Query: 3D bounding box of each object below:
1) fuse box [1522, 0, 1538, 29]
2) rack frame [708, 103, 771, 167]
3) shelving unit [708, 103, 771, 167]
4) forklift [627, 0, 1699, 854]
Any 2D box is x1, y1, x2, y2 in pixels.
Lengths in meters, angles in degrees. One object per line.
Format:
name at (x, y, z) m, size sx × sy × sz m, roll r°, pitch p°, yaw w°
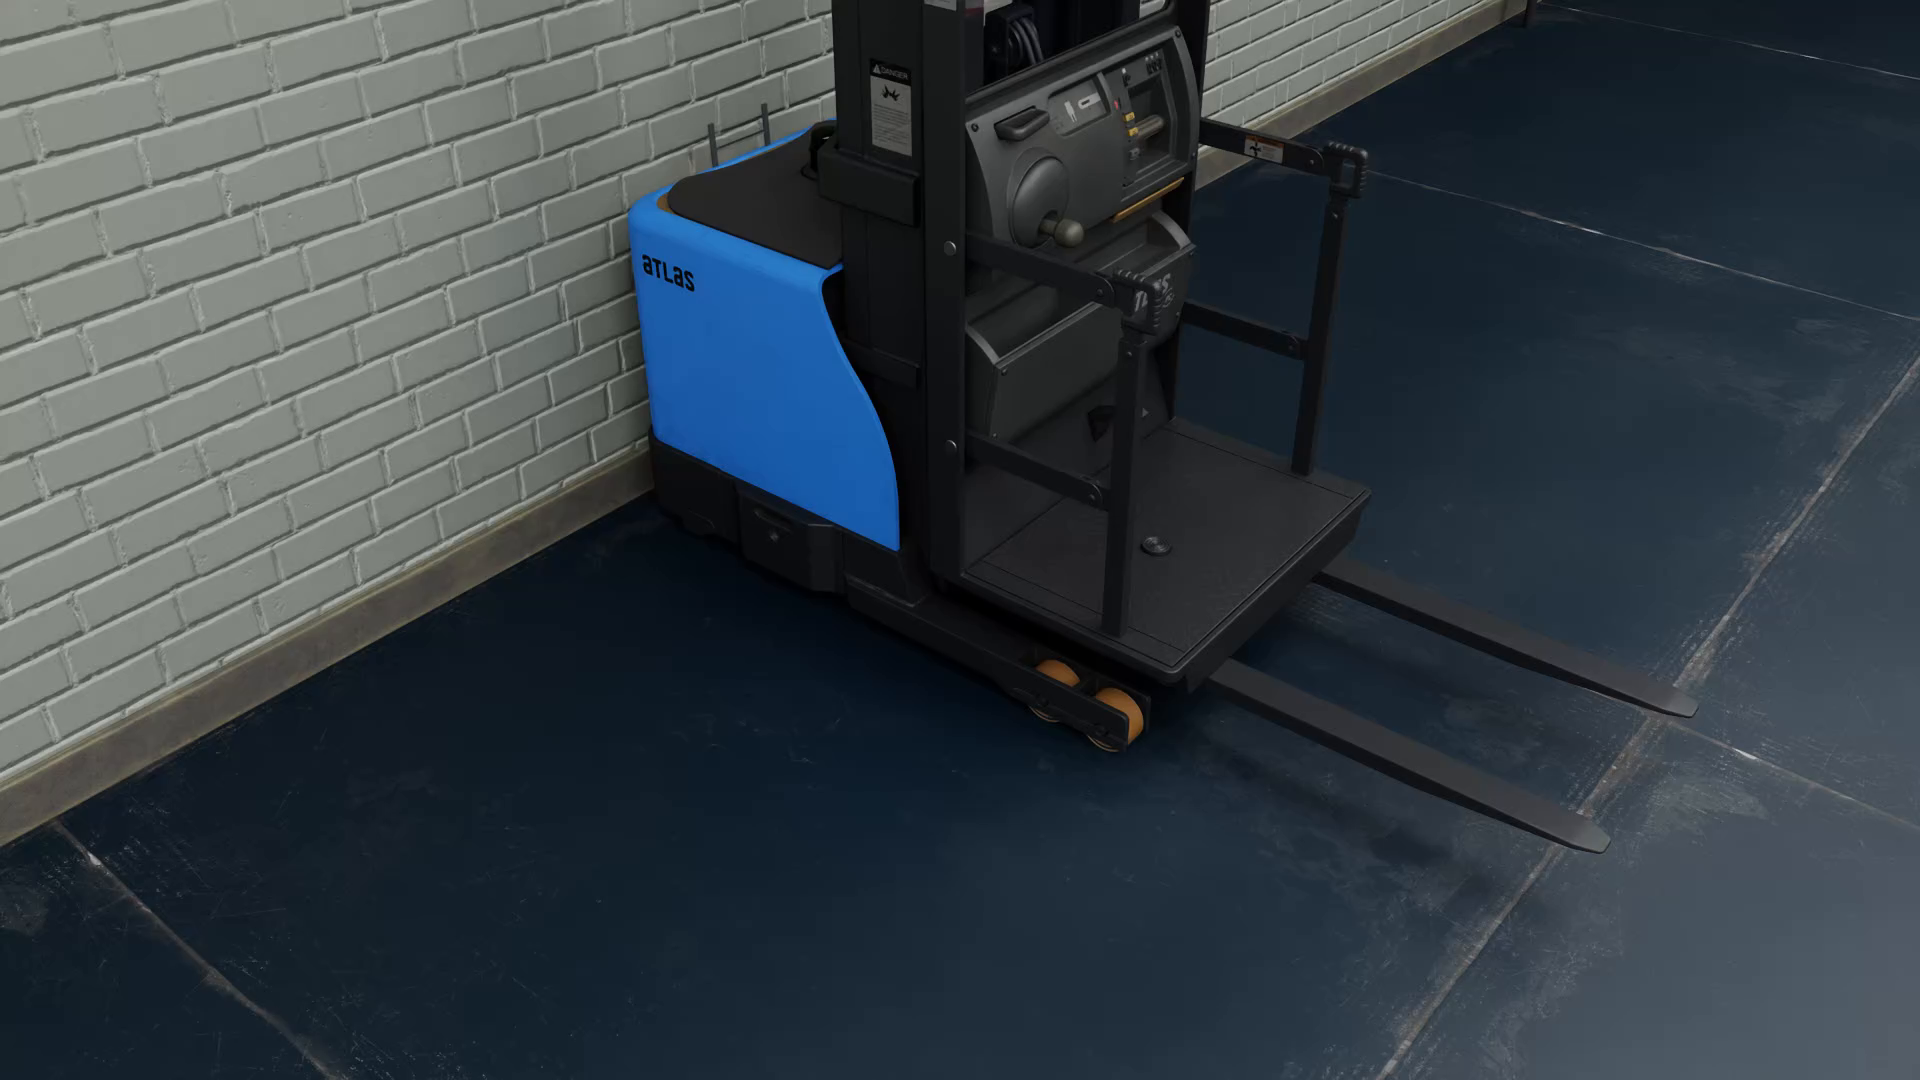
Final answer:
fuse box at (3.287, -3.642, 9.042) m, size 0.414 × 1.711 × 0.539 m, roll 25°, pitch 42°, yaw 32°
rack frame at (-0.650, -0.777, 5.316) m, size 0.006 × 1.200 × 0.240 m, roll 24°, pitch 41°, yaw 33°
shelving unit at (-0.720, -0.808, 5.366) m, size 0.189 × 1.200 × 0.258 m, roll 24°, pitch 41°, yaw 33°
forklift at (0.494, -0.987, 4.098) m, size 3.031 × 2.935 × 1.130 m, roll 24°, pitch 41°, yaw 31°
